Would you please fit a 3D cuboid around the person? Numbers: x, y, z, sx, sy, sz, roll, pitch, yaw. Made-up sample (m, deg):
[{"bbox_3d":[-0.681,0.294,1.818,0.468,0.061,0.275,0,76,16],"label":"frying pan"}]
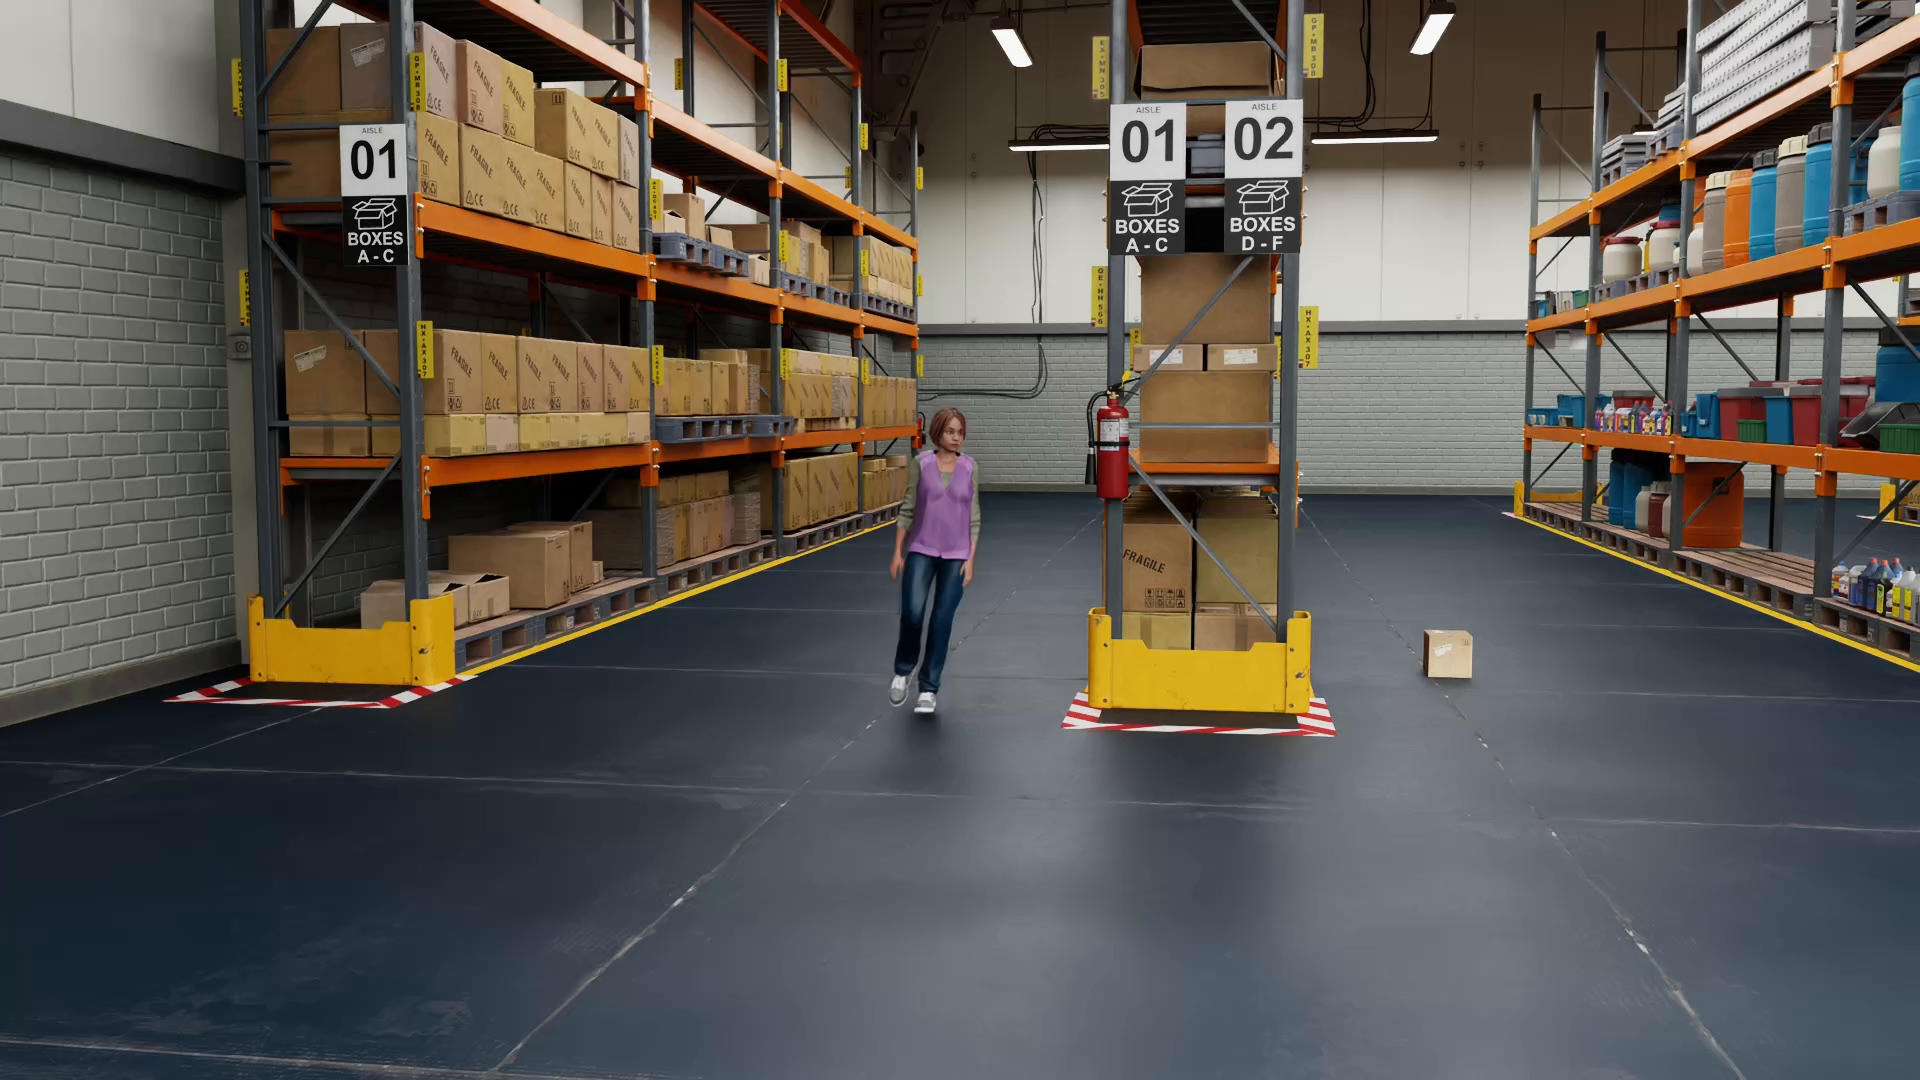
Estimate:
[{"bbox_3d":[-0.128,0.105,8.611,0.479,1.581,0.411,0,5,-4],"label":"person"}]
